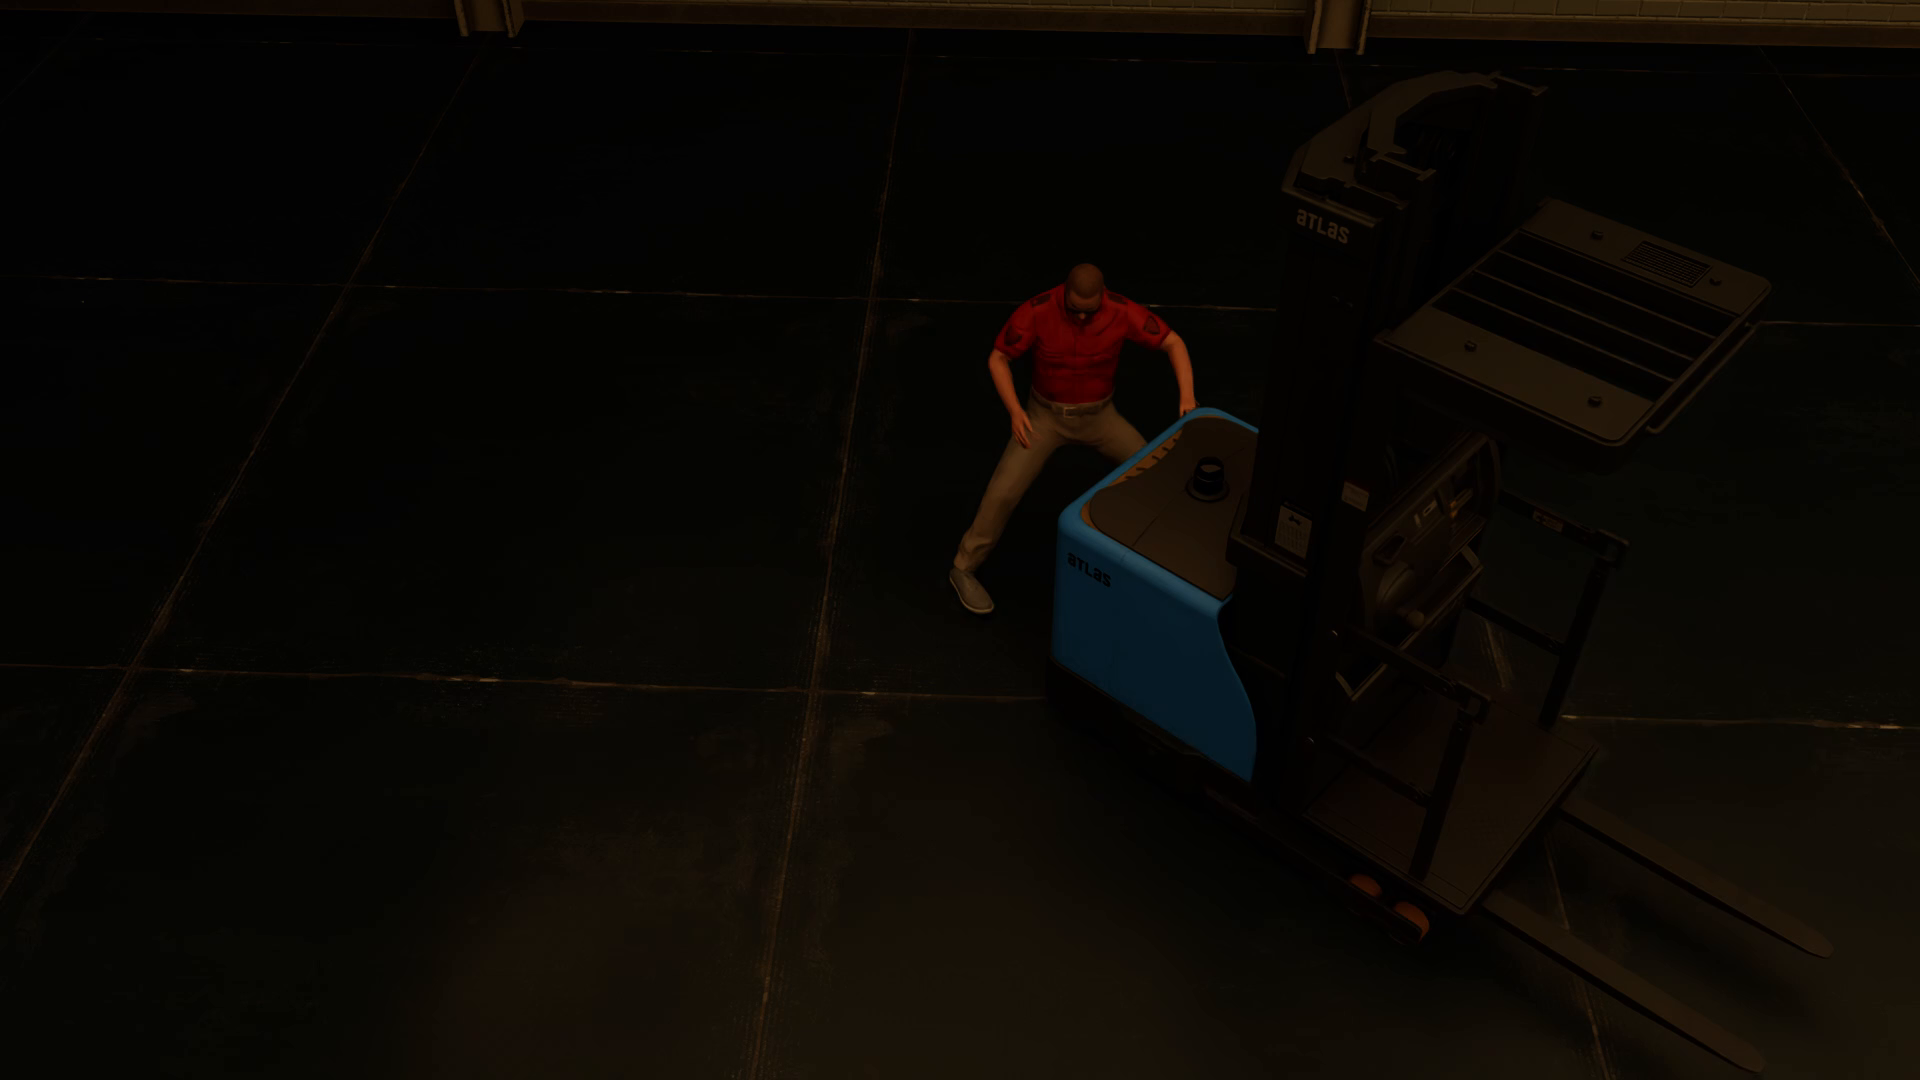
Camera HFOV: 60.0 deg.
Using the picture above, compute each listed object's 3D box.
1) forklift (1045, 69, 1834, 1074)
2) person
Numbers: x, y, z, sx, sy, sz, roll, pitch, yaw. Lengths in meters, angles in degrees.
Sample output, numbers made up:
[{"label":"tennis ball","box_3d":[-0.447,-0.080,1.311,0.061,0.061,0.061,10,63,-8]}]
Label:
[{"label":"forklift","box_3d":[1.797,0.035,5.704,3.031,2.935,1.130,31,51,30]},{"label":"person","box_3d":[0.578,-0.520,7.355,1.270,1.538,0.923,-1,42,-1]}]
